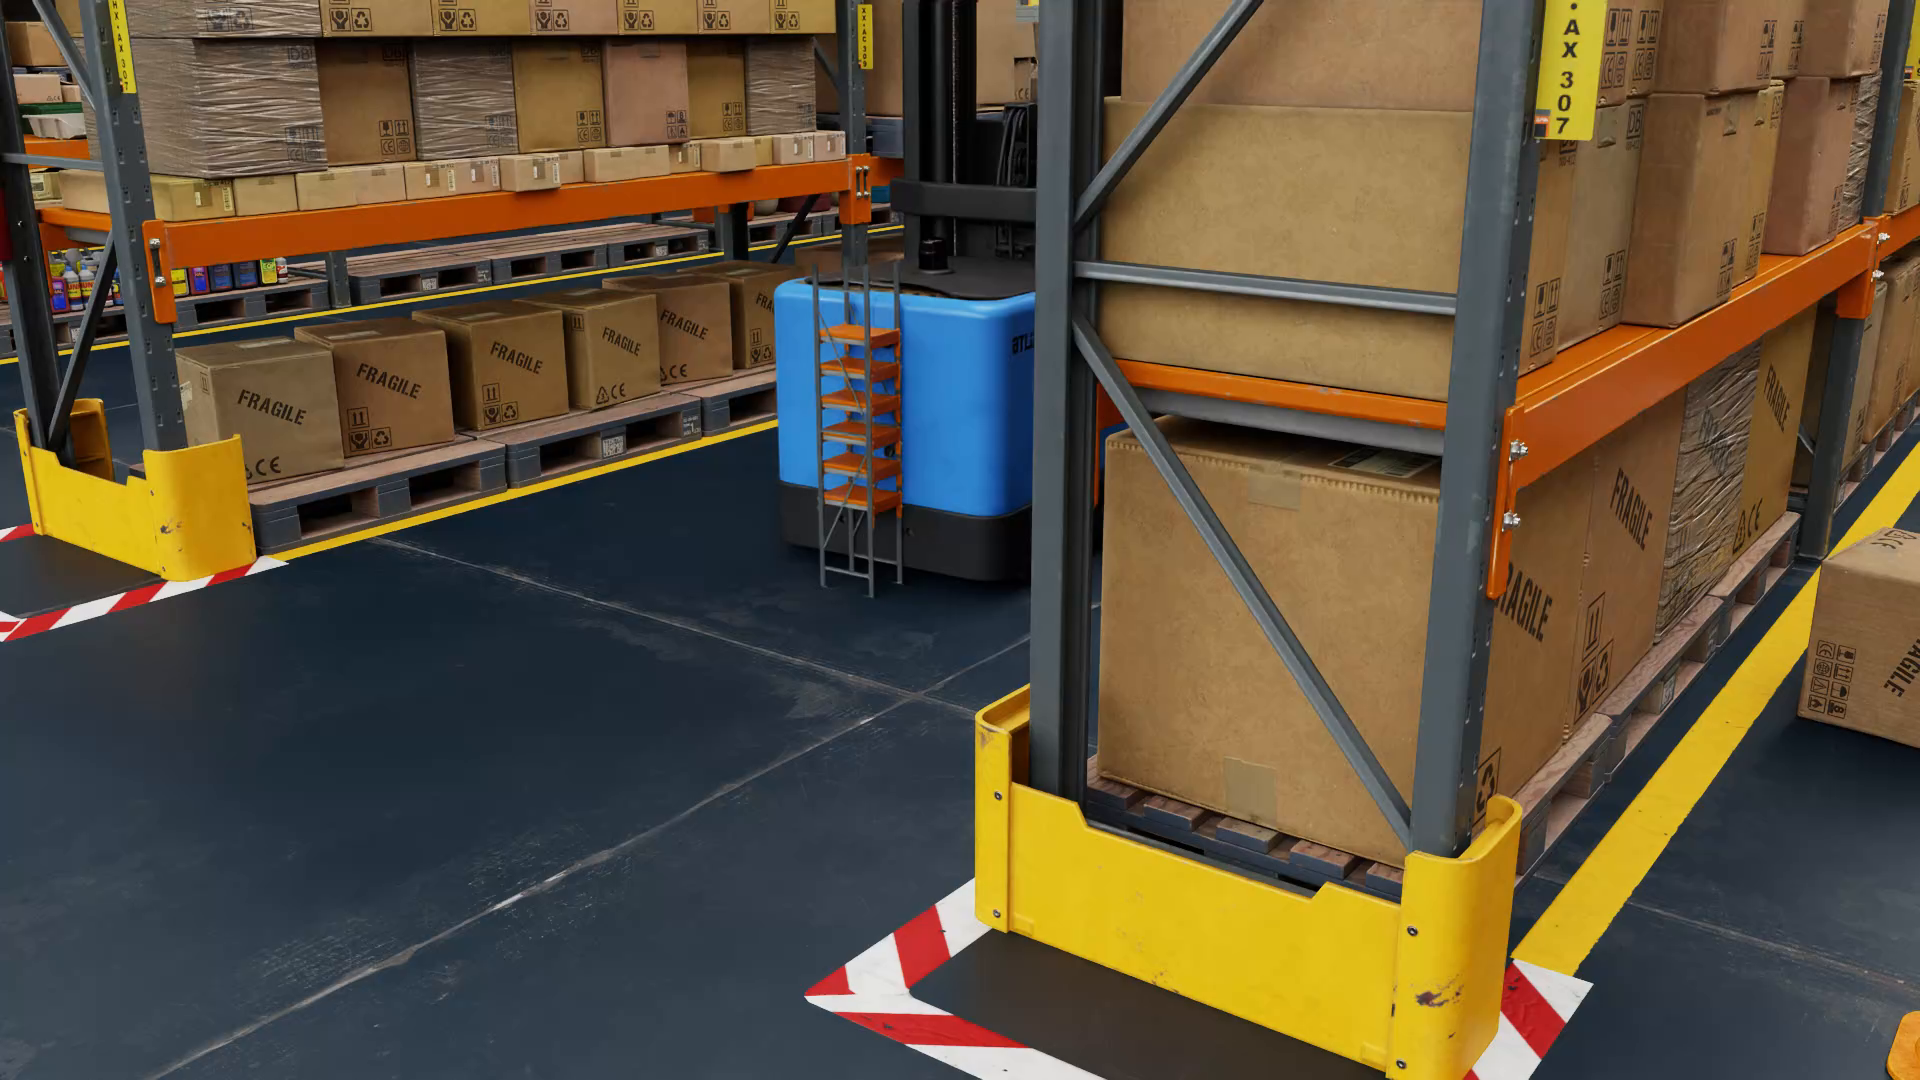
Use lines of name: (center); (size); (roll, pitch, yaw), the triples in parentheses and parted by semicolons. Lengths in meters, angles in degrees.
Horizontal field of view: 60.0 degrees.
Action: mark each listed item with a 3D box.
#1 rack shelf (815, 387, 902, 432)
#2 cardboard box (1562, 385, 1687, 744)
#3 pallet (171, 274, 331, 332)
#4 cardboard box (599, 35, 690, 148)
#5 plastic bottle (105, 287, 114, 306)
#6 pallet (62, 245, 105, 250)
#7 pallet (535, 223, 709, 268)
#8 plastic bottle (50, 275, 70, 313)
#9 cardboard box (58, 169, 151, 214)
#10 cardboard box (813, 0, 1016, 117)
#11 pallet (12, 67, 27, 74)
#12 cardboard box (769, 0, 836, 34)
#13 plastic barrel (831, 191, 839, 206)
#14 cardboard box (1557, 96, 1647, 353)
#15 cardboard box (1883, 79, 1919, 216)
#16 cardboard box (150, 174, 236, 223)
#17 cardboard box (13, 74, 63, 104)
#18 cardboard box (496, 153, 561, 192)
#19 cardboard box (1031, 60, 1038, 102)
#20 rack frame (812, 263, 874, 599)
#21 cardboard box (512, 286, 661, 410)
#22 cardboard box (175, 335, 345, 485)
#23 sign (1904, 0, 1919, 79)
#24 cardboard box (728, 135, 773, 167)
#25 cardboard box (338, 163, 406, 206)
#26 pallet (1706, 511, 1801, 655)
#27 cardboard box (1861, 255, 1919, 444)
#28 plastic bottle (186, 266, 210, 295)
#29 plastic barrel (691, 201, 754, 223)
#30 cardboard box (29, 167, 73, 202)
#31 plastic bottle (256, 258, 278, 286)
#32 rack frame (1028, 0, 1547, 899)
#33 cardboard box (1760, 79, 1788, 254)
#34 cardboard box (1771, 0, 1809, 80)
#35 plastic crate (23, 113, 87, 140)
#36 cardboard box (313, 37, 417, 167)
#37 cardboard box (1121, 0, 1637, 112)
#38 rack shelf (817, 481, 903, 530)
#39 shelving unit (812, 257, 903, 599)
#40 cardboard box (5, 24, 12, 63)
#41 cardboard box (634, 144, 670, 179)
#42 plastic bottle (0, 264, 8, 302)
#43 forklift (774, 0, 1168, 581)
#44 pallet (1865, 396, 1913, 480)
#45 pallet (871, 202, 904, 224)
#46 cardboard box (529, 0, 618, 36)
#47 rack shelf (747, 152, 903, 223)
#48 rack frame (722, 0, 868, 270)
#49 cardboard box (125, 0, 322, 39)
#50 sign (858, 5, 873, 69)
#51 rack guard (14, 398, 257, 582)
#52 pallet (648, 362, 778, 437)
rack shelf: (-0.365, -0.472, 5.986); (0.258, 0.103, 0.180); (11, 20, 31)
cardboard box: (1.468, -0.062, 4.761); (0.875, 0.875, 0.875); (12, 21, 34)
pallet: (-5.357, -1.737, 11.983); (1.003, 0.211, 1.213); (12, 21, 35)
cardboard box: (-1.806, -2.190, 8.069); (0.875, 0.500, 0.500); (12, 21, 35)
plastic bottle: (-5.653, -1.649, 10.971); (0.097, 0.201, 0.097); (0, 17, 0)
pallet: (-8.491, -2.949, 15.883); (1.003, 0.211, 1.213); (12, 21, 35)
pallet: (-3.033, -2.665, 14.970); (1.003, 0.211, 1.213); (12, 21, 35)
plastic bottle: (-5.826, -1.609, 10.707); (0.061, 0.283, 0.133); (13, 21, 36)
cardboard box: (-3.325, -1.378, 6.547); (0.380, 0.149, 0.250); (12, 21, 35)
cardboard box: (-0.360, -2.998, 9.620); (1.000, 1.000, 1.000); (13, 21, 35)
pallet: (-11.643, -5.355, 19.253); (1.003, 0.211, 1.213); (12, 21, 35)
cardboard box: (-0.992, -2.858, 8.533); (0.500, 0.500, 0.500); (12, 21, 35)
plastic barrel: (-1.324, -3.726, 17.170); (0.421, 0.512, 0.421); (0, 17, 0)
cardboard box: (1.089, -0.796, 3.997); (0.875, 0.550, 0.550); (12, 21, 35)
cardboard box: (3.507, -1.571, 6.577); (0.500, 0.500, 0.500); (13, 21, 35)
cardboard box: (-2.967, -1.300, 6.294); (0.380, 0.149, 0.250); (12, 21, 35)
cardboard box: (-8.641, -4.151, 15.307); (0.500, 0.250, 0.500); (14, 22, 38)
cardboard box: (-1.996, -1.640, 7.390); (0.380, 0.149, 0.250); (12, 21, 35)
cardboard box: (0.661, -2.991, 10.835); (0.396, 0.266, 0.258); (12, 21, 33)
rack frame: (-0.414, -0.377, 5.935); (0.240, 1.200, 0.006); (11, 20, 31)
cardboard box: (-1.858, -0.966, 8.302); (0.500, 0.500, 0.500); (10, 20, 30)
cardboard box: (-2.943, -0.546, 6.952); (0.500, 0.500, 0.500); (-15, 23, -40)
sign: (3.424, -1.799, 5.887); (0.100, 0.325, 0.005); (12, 21, 35)
cardboard box: (-1.191, -2.017, 8.603); (0.380, 0.149, 0.250); (12, 21, 35)
cardboard box: (-2.510, -1.476, 6.862); (0.380, 0.149, 0.250); (12, 21, 35)
pallet: (2.462, 0.053, 6.217); (1.003, 0.211, 1.213); (12, 21, 35)
cardboard box: (3.853, -0.965, 7.878); (1.050, 0.750, 0.750); (12, 21, 35)
plastic bottle: (-5.253, -1.838, 11.444); (0.061, 0.283, 0.133); (14, 22, 38)
plastic barrel: (-2.262, -3.458, 15.773); (0.600, 0.830, 0.708); (12, 21, 35)
cardboard box: (-8.453, -3.308, 15.319); (0.500, 0.311, 0.500); (13, 21, 35)
plastic bottle: (-4.945, -1.962, 11.841); (0.061, 0.283, 0.133); (14, 22, 37)
rack frame: (0.595, -0.493, 3.274); (1.000, 3.000, 0.127); (12, 21, 35)
cardboard box: (2.042, -1.185, 5.248); (0.875, 0.550, 0.550); (12, 21, 35)
cardboard box: (2.064, -1.696, 5.072); (0.875, 0.550, 0.550); (12, 21, 35)
plastic crate: (-5.687, -2.664, 10.710); (0.530, 0.136, 0.437); (12, 21, 35)
cardboard box: (-2.777, -1.850, 6.973); (0.875, 0.500, 0.500); (12, 21, 35)
cardboard box: (0.847, -1.162, 3.354); (0.875, 0.550, 0.550); (12, 21, 35)
rack shelf: (-0.365, -0.128, 6.093); (0.258, 0.103, 0.180); (11, 20, 31)
shelving unit: (-0.365, -0.400, 6.008); (0.258, 1.200, 0.189); (11, 20, 31)
cardboard box: (-11.493, -5.769, 19.351); (0.700, 0.500, 0.500); (12, 21, 35)
cardboard box: (-1.622, -1.834, 8.017); (0.380, 0.149, 0.250); (12, 21, 35)
plastic bottle: (-6.392, -1.748, 11.167); (0.152, 0.276, 0.135); (13, 21, 35)
forklift: (0.495, -1.632, 7.057); (1.130, 2.935, 3.031); (11, 20, 31)
pallet: (4.104, -0.603, 8.330); (1.003, 0.211, 1.213); (12, 21, 35)
pallet: (-0.650, -3.619, 18.042); (1.003, 0.211, 1.213); (12, 21, 35)
cardboard box: (-1.889, -2.501, 7.384); (0.500, 0.500, 0.500); (12, 21, 35)
rack shelf: (0.246, -2.479, 10.883); (1.077, 0.370, 4.000); (12, 21, 35)
rack frame: (-0.945, -2.346, 9.242); (1.000, 3.000, 0.127); (12, 21, 35)
cardboard box: (-2.782, -2.144, 6.234); (0.500, 0.500, 0.500); (12, 21, 35)
sign: (-0.505, -2.666, 8.811); (0.100, 0.325, 0.005); (12, 21, 35)
rack guard: (-3.283, -0.218, 6.603); (1.175, 0.500, 0.348); (12, 21, 35)
pallet: (-1.317, -0.849, 9.120); (1.003, 0.211, 1.213); (12, 21, 35)
